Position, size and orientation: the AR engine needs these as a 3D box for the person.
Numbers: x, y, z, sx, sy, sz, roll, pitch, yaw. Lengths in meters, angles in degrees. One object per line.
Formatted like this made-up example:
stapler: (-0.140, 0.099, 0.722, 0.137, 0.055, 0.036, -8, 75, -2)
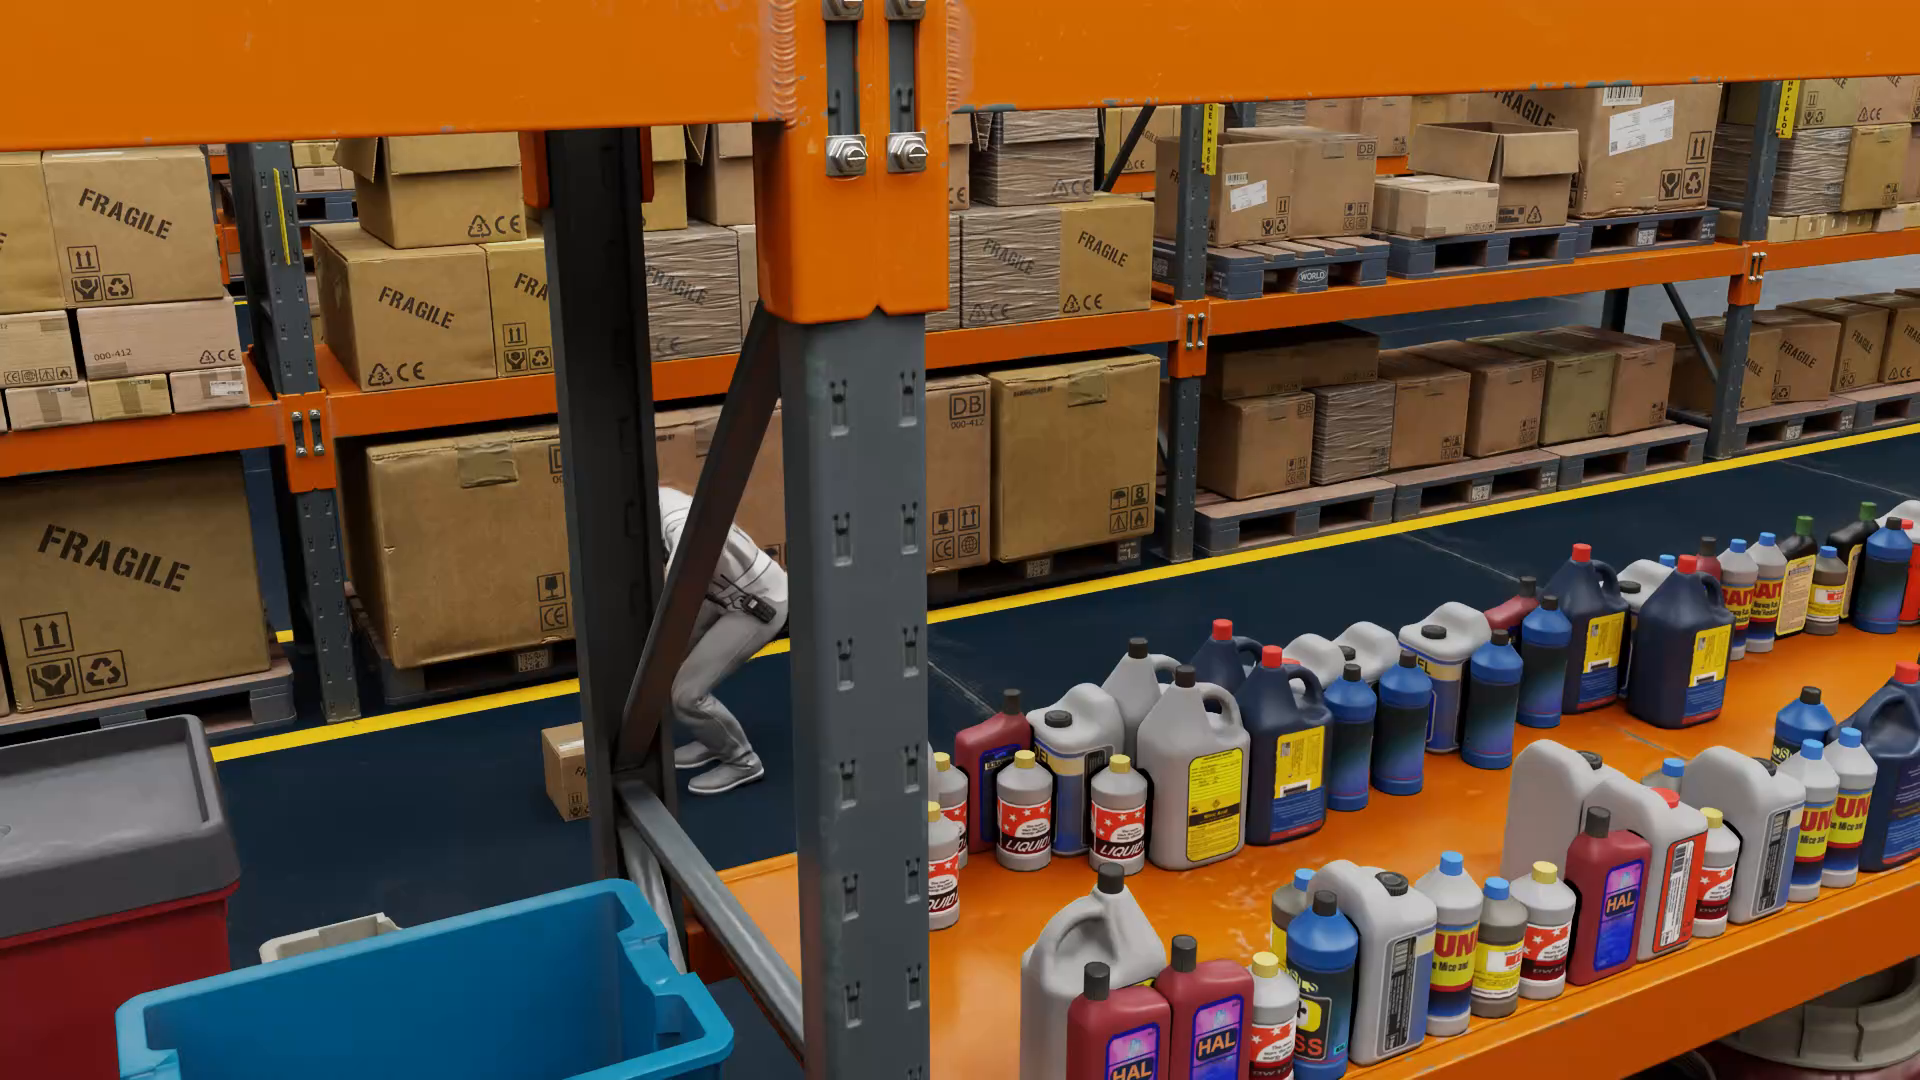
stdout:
person: (-0.956, 0.283, 5.858, 0.765, 1.263, 0.531, -9, 21, -25)
